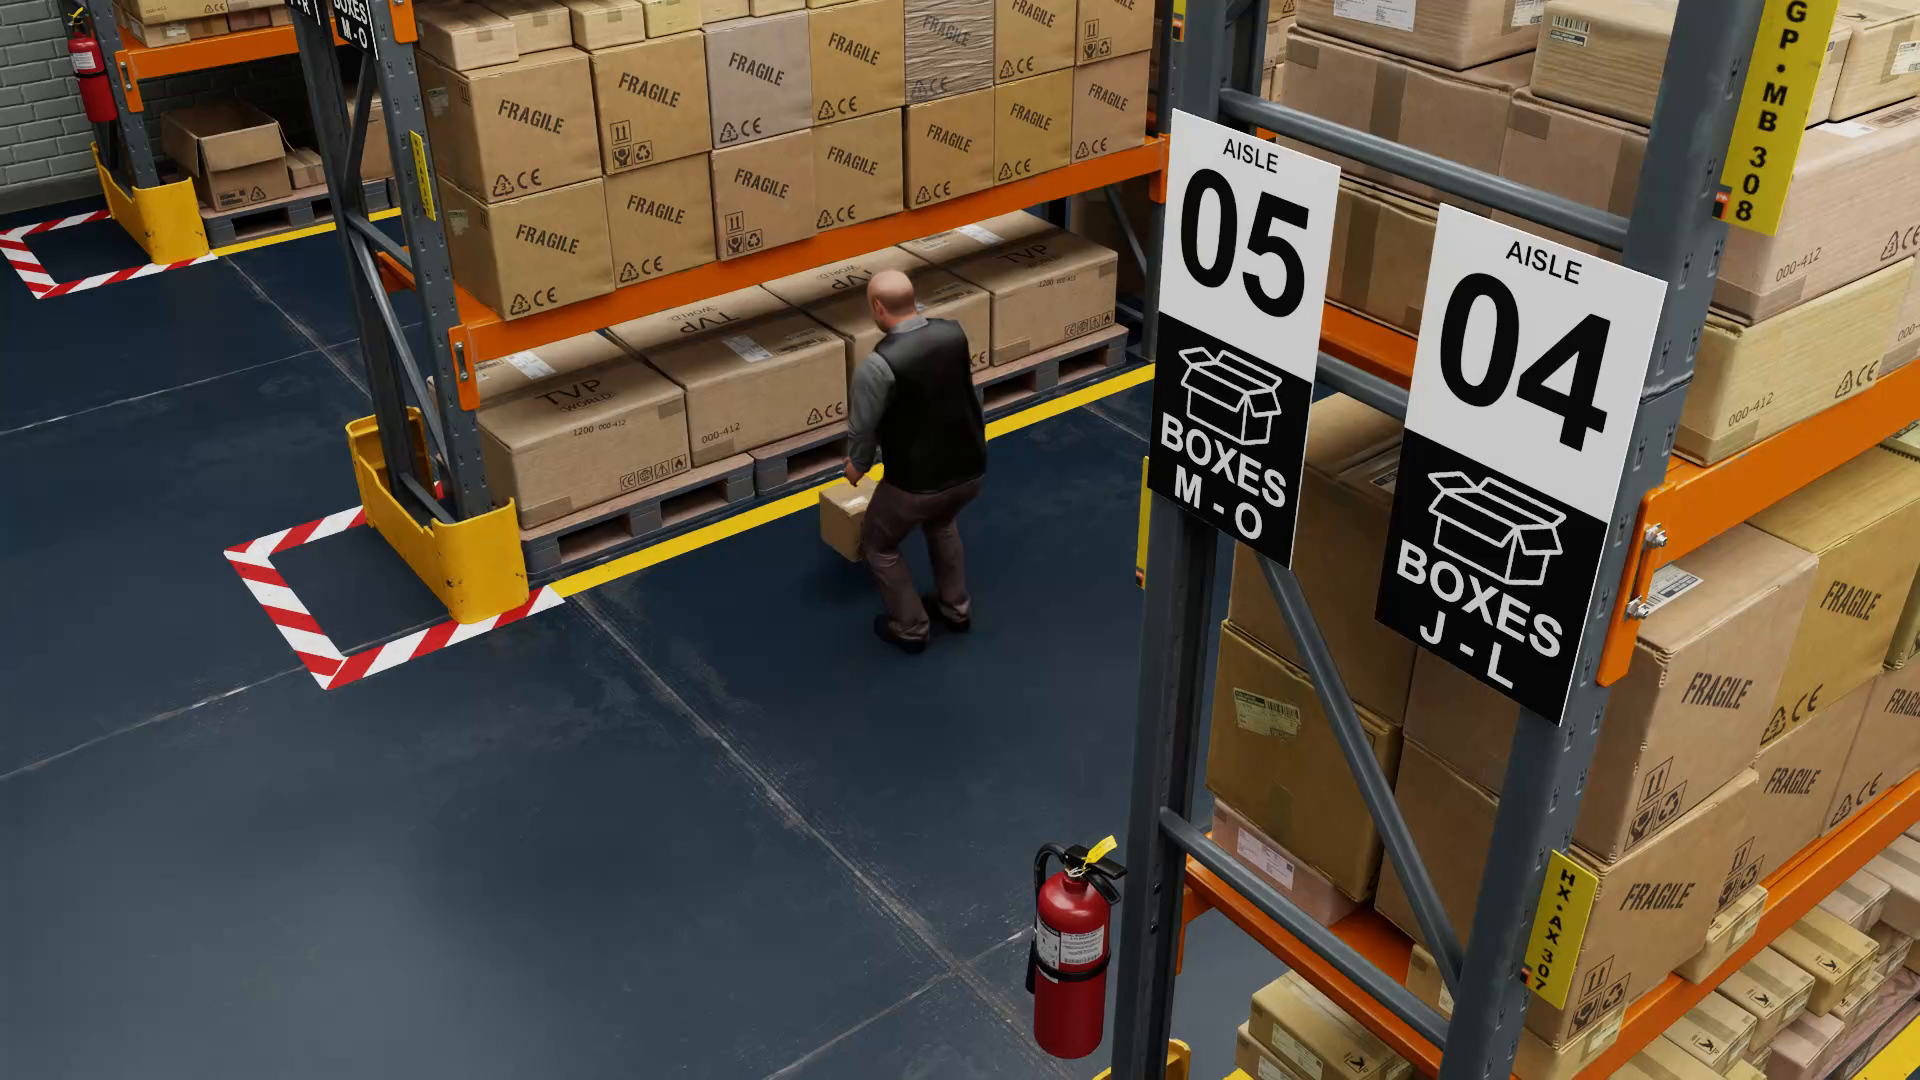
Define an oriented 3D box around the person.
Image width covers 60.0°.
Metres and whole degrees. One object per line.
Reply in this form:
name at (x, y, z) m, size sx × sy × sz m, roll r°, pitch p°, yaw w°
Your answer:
person at (-0.177, -0.286, 6.727) m, size 0.574 × 1.617 × 0.509 m, roll -21°, pitch 38°, yaw -30°
